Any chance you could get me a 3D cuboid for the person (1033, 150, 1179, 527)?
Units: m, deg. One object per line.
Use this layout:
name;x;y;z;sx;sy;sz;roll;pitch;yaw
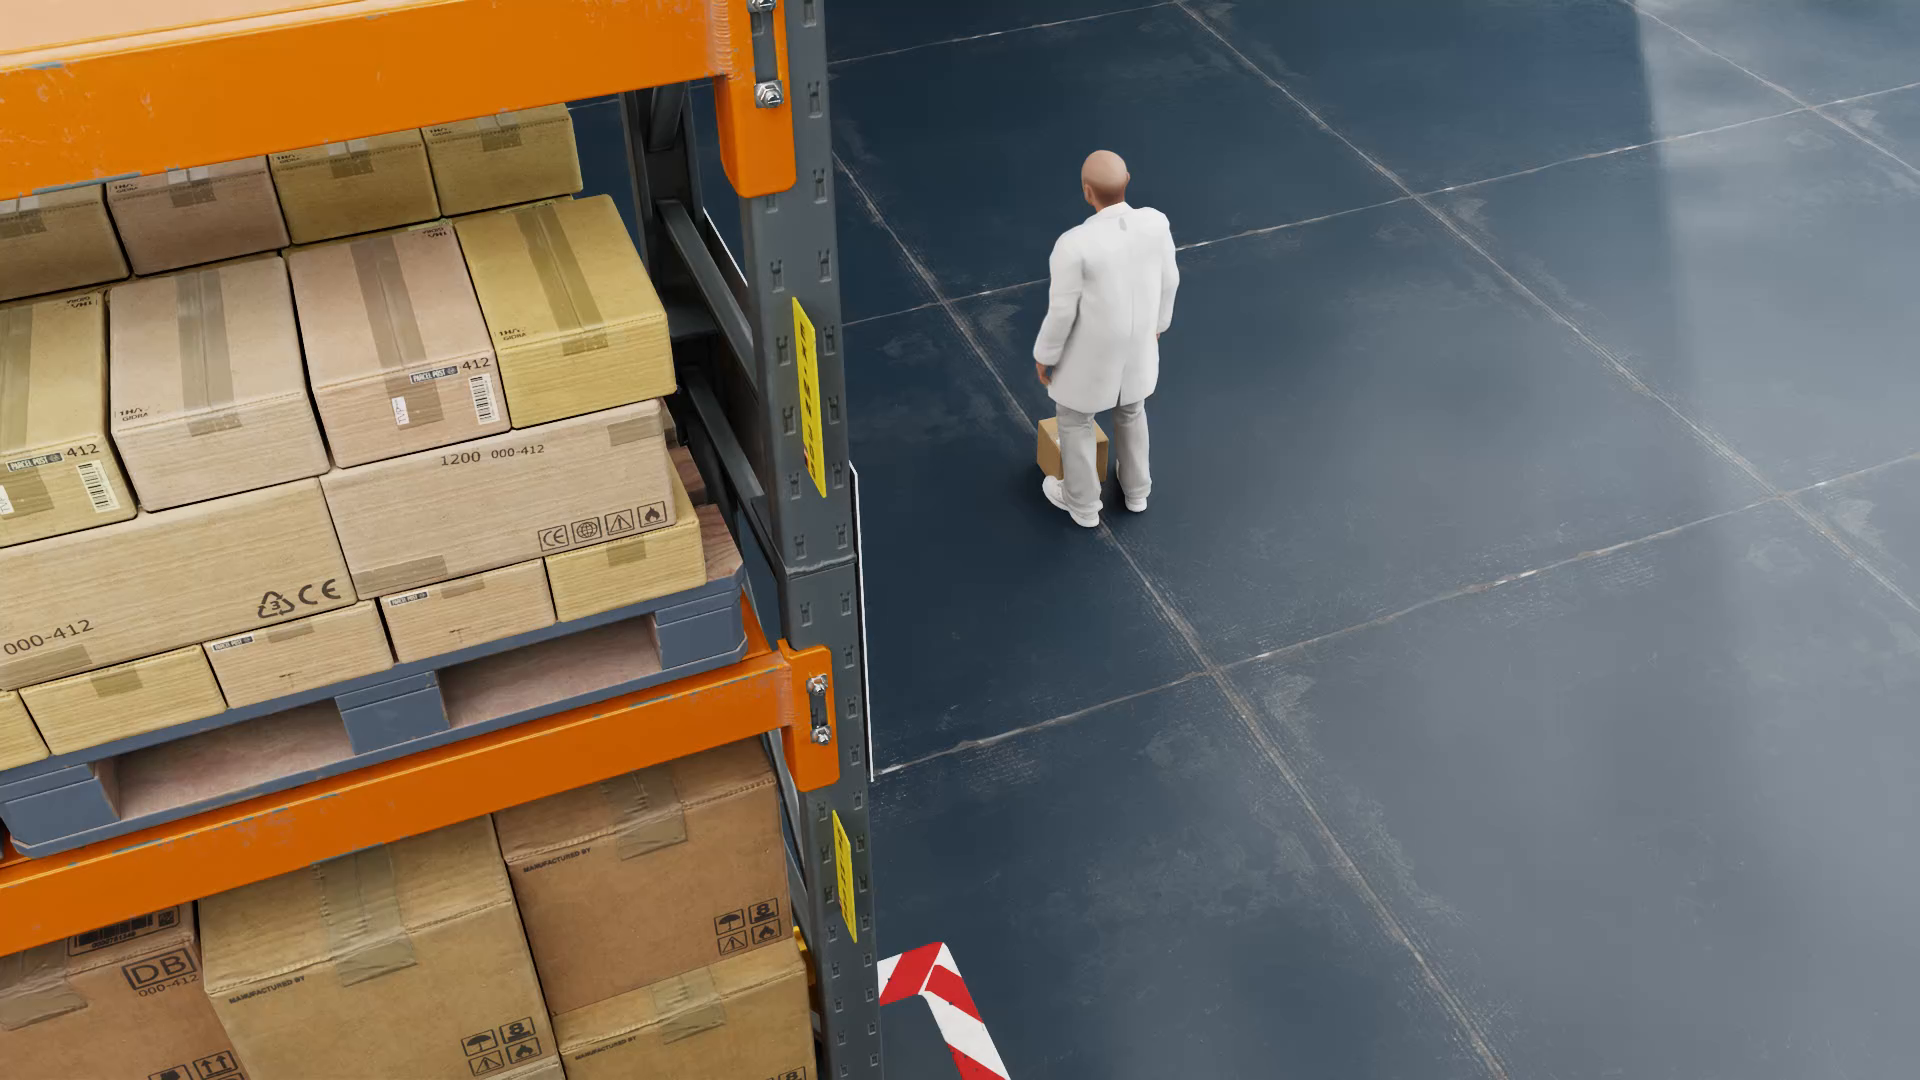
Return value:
person;0.614;-0.839;7.128;0.654;1.775;0.420;-17;44;-19
